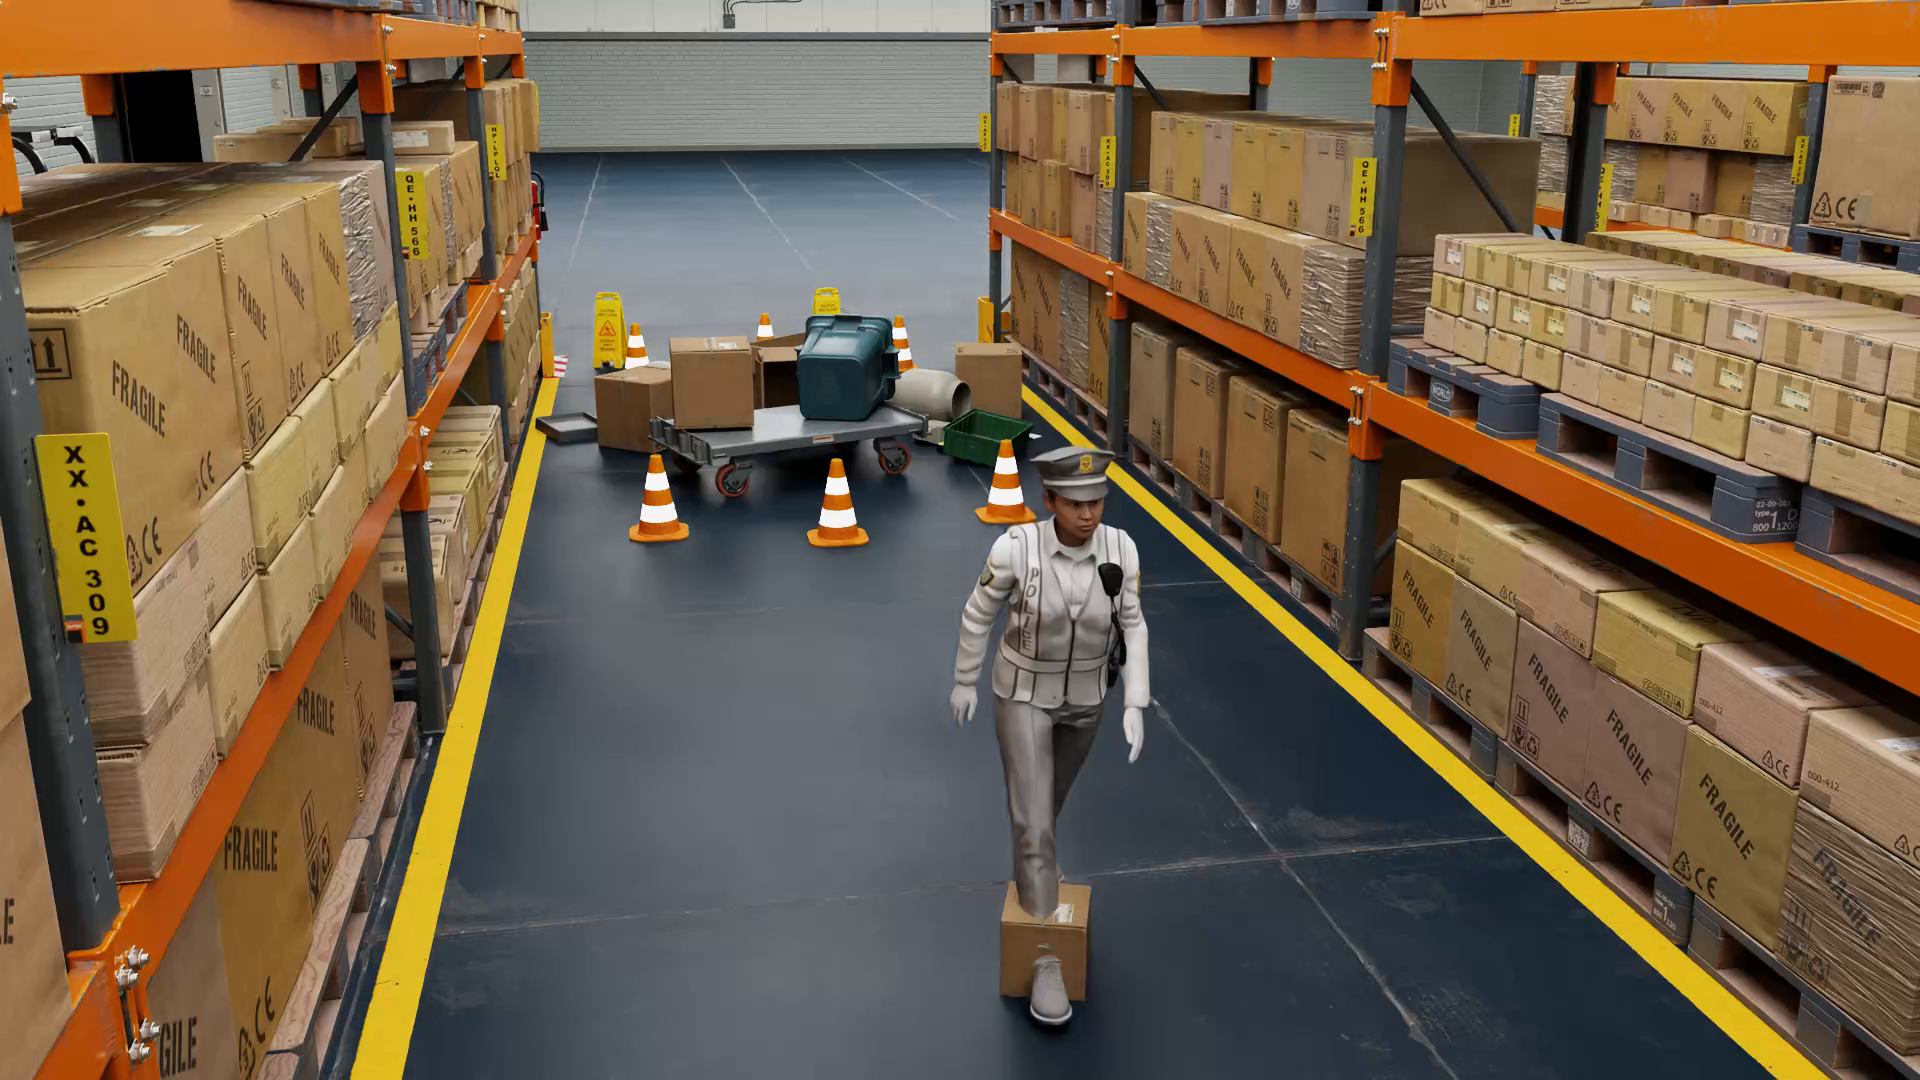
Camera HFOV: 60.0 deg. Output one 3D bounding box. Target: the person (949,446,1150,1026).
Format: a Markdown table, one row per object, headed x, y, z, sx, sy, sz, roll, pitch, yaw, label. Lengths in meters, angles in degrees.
| x | y | z | sx | sy | sz | roll | pitch | yaw | label |
| --- | --- | --- | --- | --- | --- | --- | --- | --- | --- |
| 0.291 | 0.471 | 4.982 | 0.557 | 1.593 | 1.019 | -5 | 17 | -17 | person |
